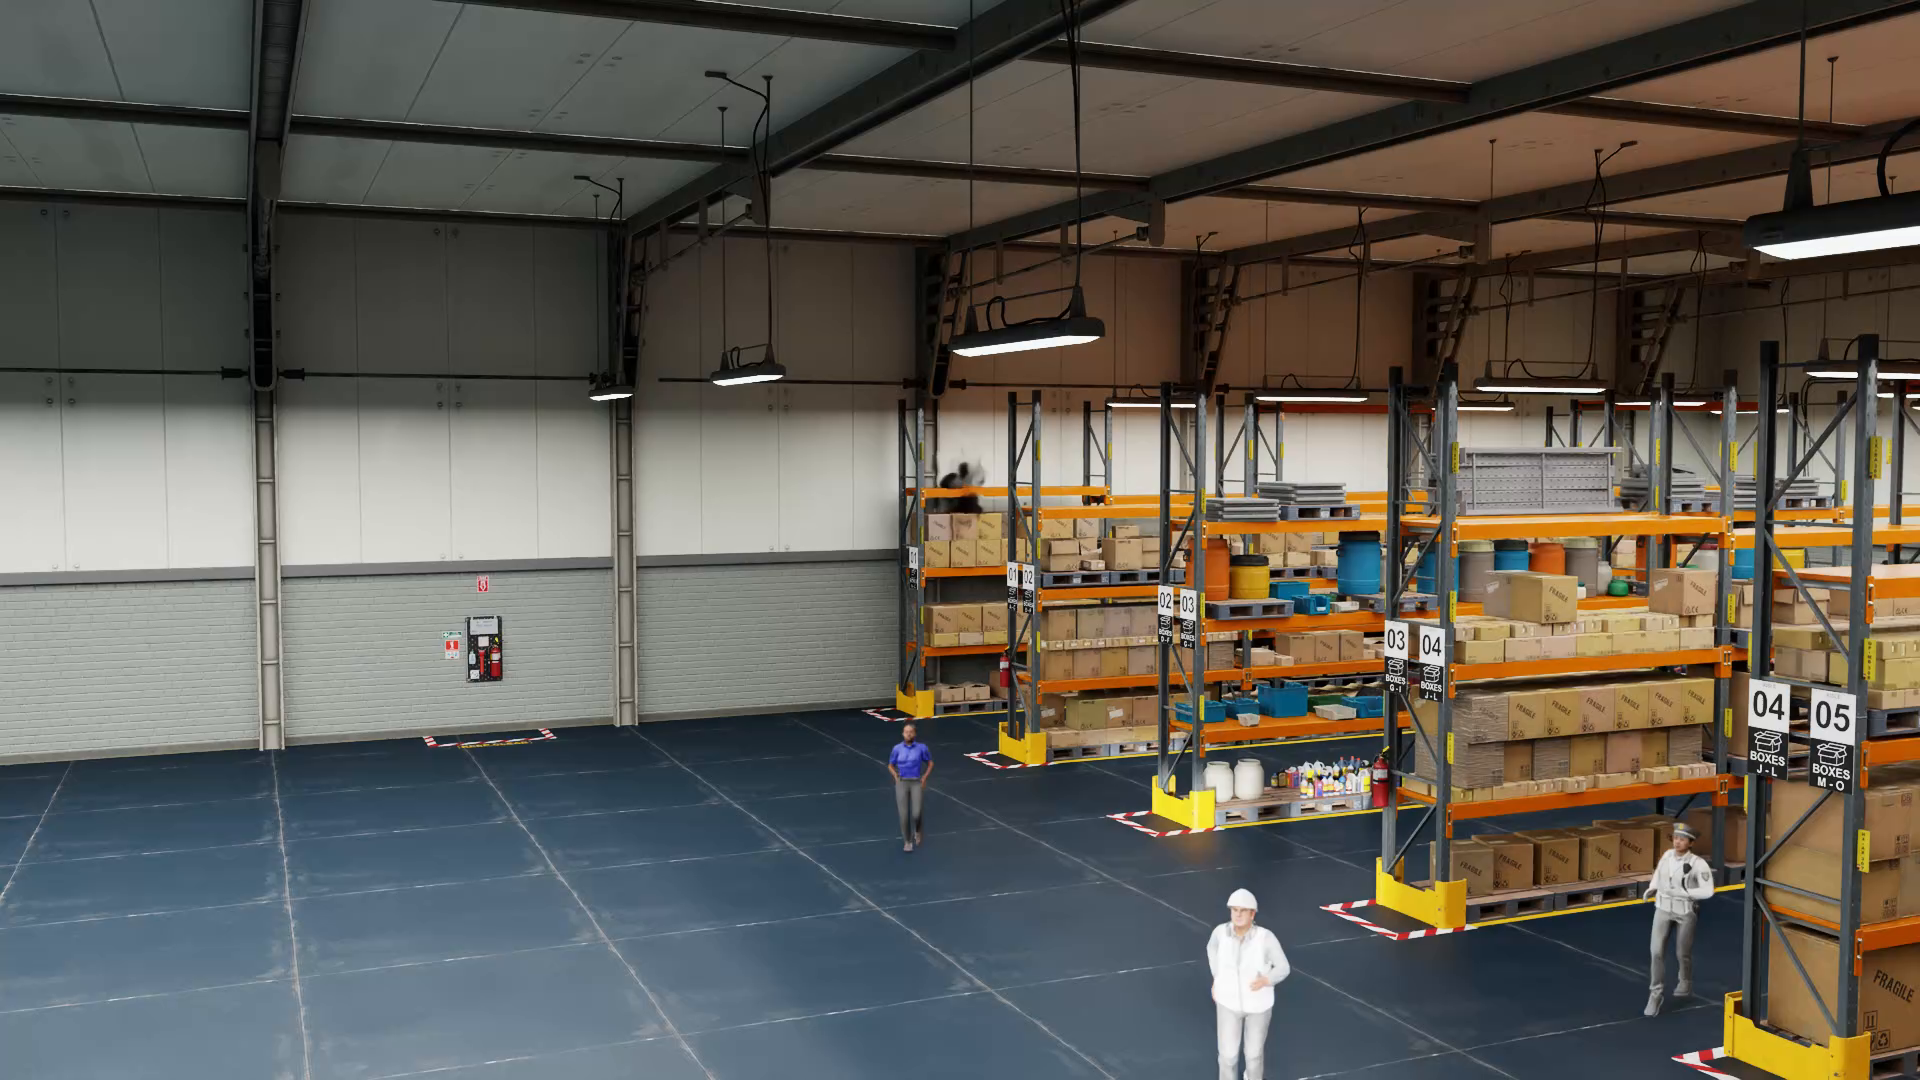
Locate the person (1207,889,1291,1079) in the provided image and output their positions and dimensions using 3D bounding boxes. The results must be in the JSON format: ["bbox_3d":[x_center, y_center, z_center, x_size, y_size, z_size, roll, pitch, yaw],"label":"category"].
[{"bbox_3d":[2.175,3.539,12.605,0.651,1.828,0.788,1,3,15],"label":"person"}]

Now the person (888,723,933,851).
[{"bbox_3d":[-0.633,3.125,20.993,0.570,1.609,0.568,0,3,2],"label":"person"}]

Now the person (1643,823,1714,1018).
[{"bbox_3d":[6.535,3.437,15.149,0.647,1.746,0.803,3,4,41],"label":"person"}]
